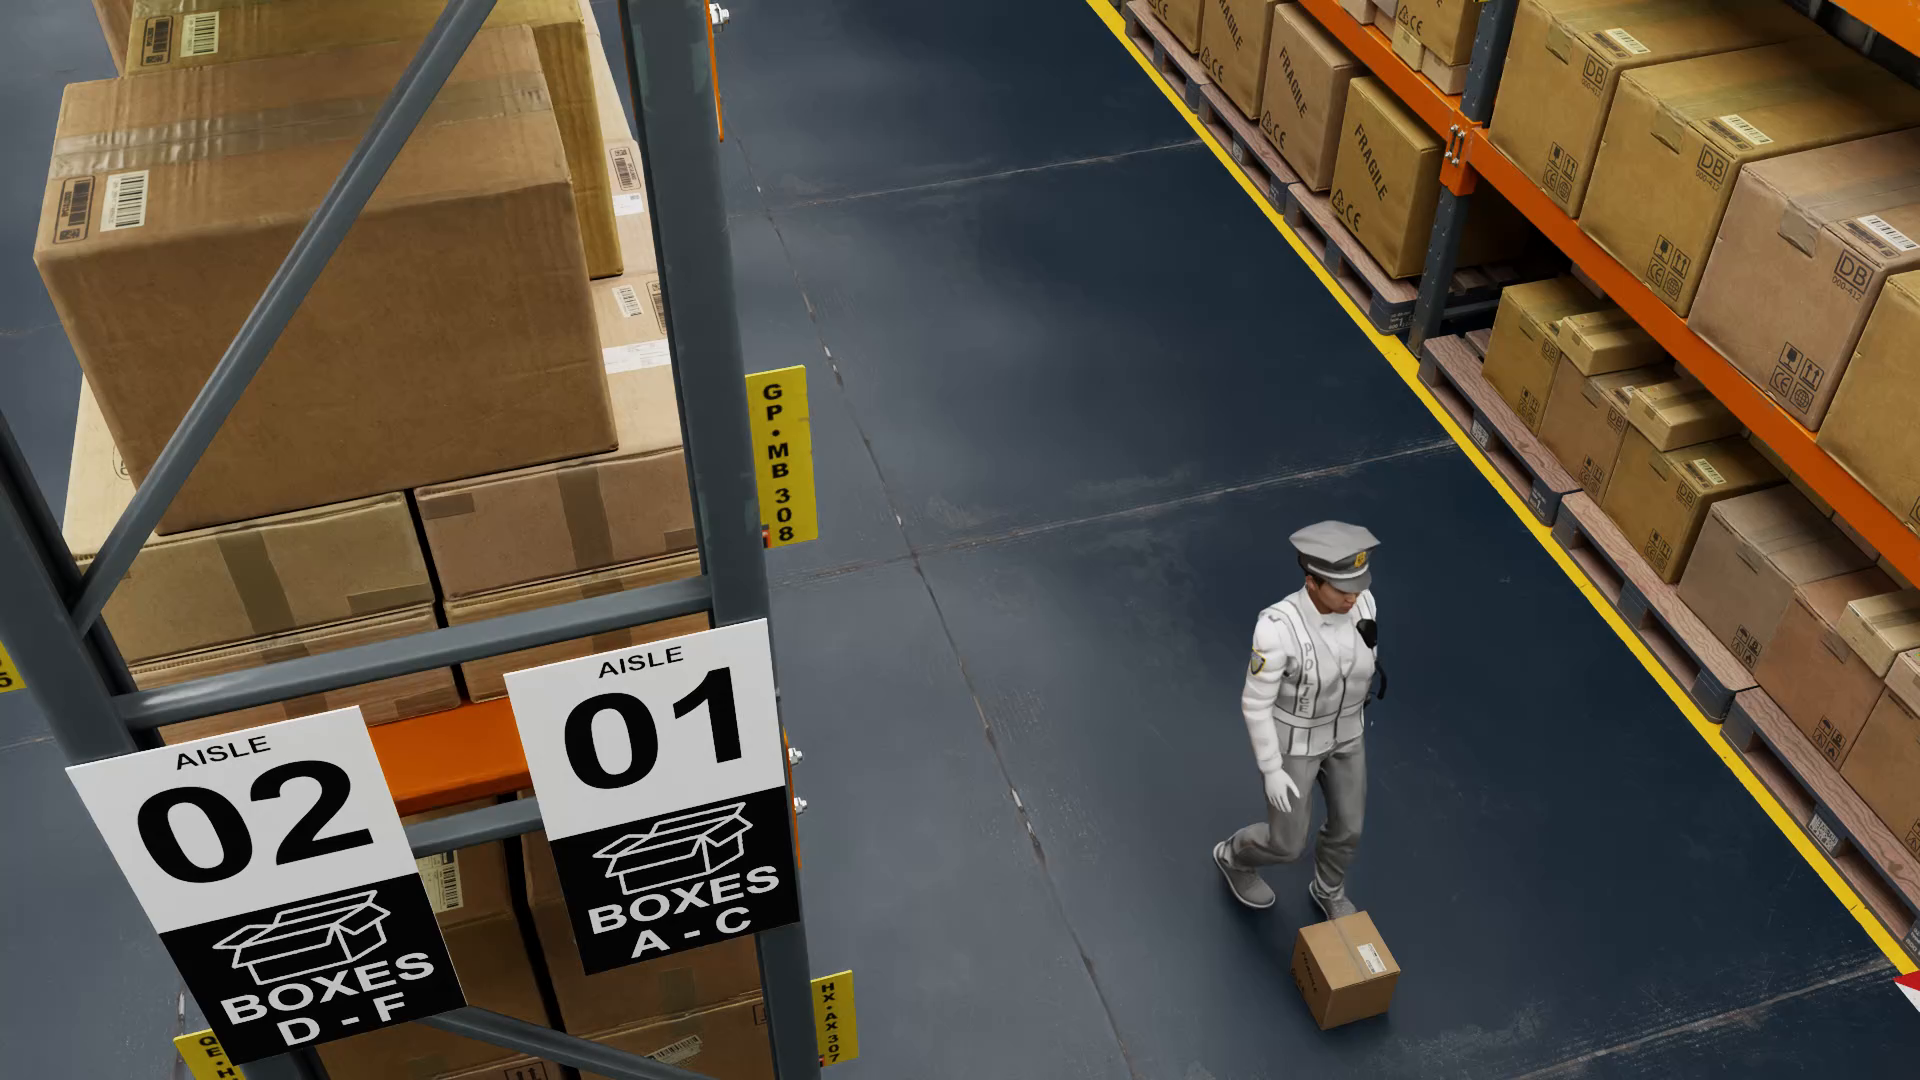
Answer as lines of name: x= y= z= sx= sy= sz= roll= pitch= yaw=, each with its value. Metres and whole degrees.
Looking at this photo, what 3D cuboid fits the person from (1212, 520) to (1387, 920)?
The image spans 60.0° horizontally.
person: x=1.184 y=0.682 z=5.430 sx=0.518 sy=1.665 sz=0.565 roll=-19 pitch=46 yaw=-20
